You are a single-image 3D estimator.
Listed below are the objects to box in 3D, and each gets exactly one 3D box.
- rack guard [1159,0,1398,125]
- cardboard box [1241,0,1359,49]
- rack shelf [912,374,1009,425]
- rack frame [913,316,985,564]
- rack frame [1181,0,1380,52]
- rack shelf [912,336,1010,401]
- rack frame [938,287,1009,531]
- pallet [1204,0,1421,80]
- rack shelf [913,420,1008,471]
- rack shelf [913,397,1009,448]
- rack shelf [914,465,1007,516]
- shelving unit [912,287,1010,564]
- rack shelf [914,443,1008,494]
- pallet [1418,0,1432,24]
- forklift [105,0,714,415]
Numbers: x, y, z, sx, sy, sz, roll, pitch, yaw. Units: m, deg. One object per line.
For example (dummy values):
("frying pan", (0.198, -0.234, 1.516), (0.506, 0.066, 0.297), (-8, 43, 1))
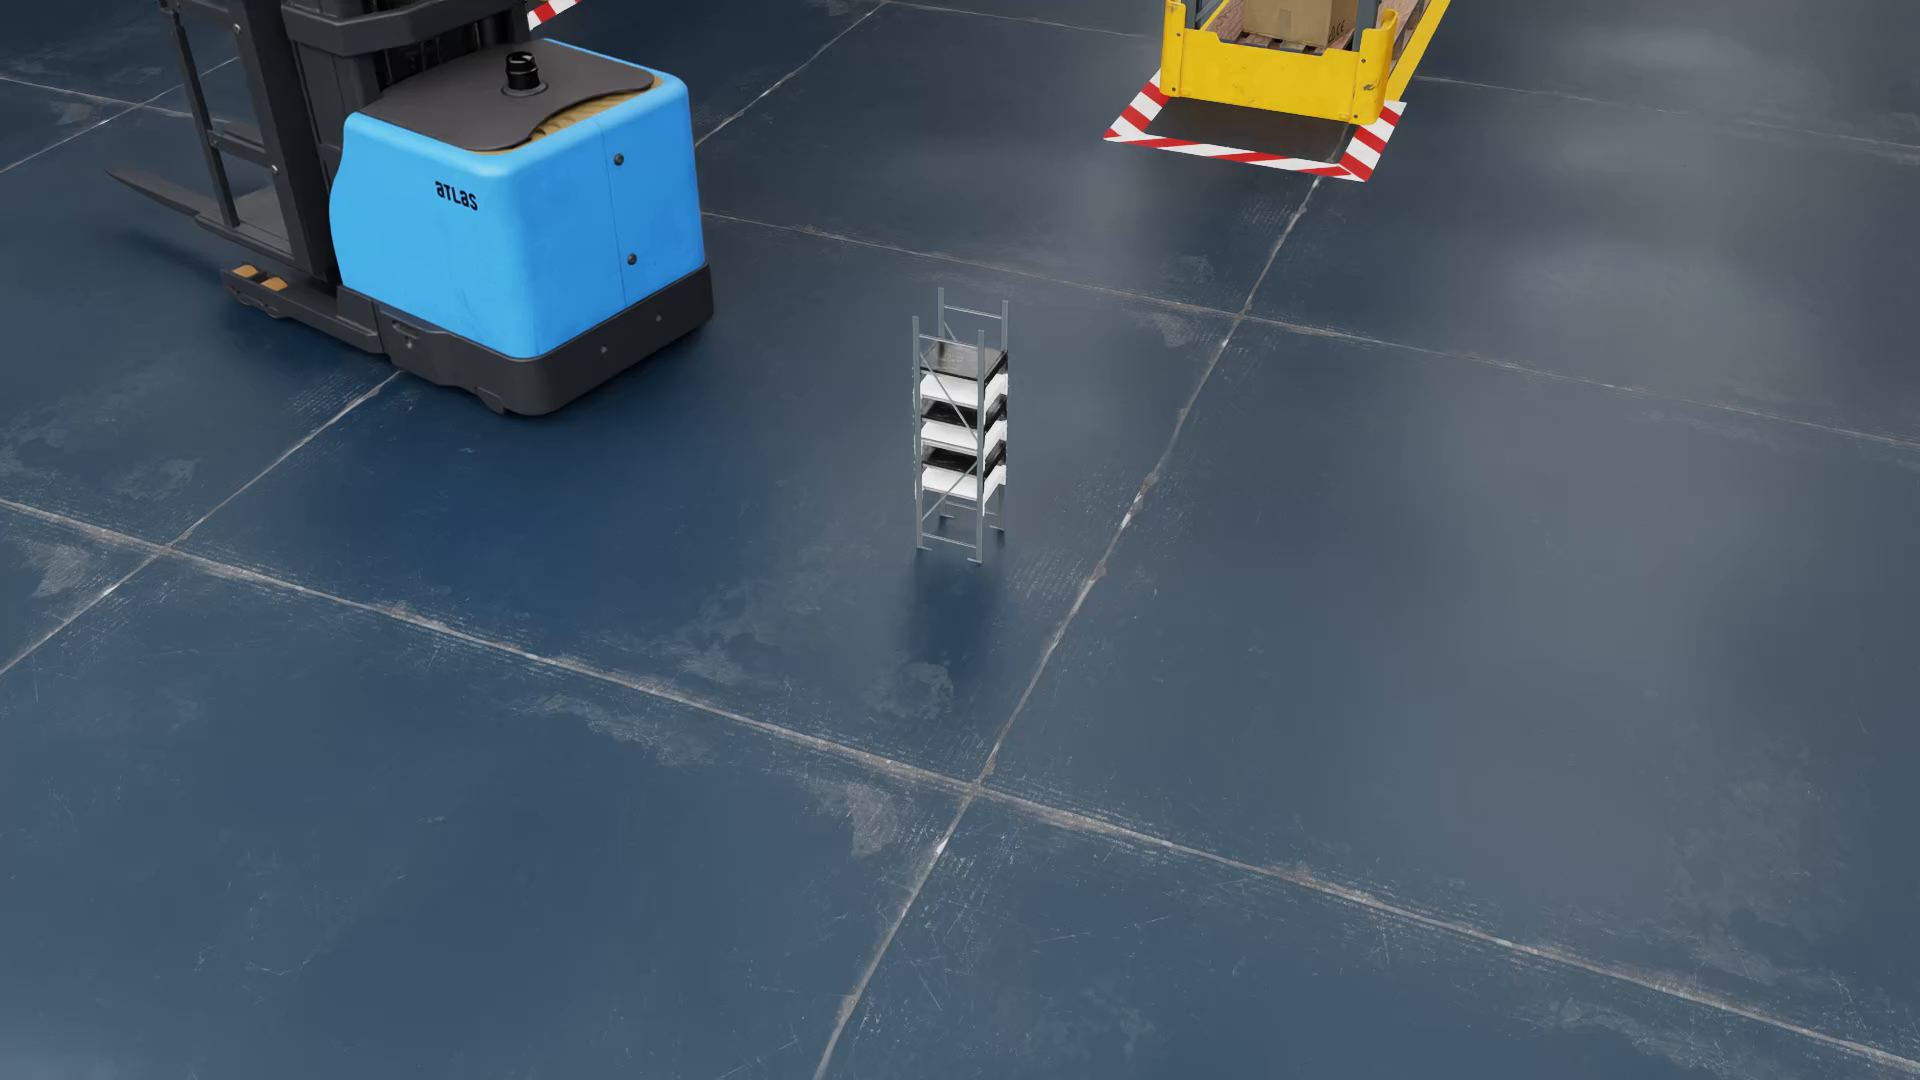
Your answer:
("rack guard", (1.664, -2.569, 8.770), (1.175, 0.500, 0.348), (14, 39, 18))
("cardboard box", (1.888, -3.037, 9.045), (0.500, 0.500, 0.500), (21, 42, 26))
("rack shelf", (0.003, -0.482, 5.399), (0.258, 0.077, 0.200), (14, 39, 18))
("rack frame", (-0.036, -0.309, 5.411), (0.240, 0.900, 0.006), (14, 39, 18))
("rack frame", (1.635, -3.529, 7.965), (1.000, 3.000, 0.127), (14, 39, 18))
("rack shelf", (0.003, -0.555, 5.345), (0.258, 0.077, 0.200), (14, 39, 18))
("rack frame", (0.042, -0.421, 5.562), (0.240, 0.900, 0.006), (14, 39, 18))
("pallet", (2.006, -2.895, 9.448), (1.003, 0.211, 1.213), (14, 39, 18))
("rack shelf", (0.003, -0.338, 5.507), (0.258, 0.077, 0.200), (14, 39, 18))
("rack shelf", (0.003, -0.410, 5.453), (0.258, 0.077, 0.200), (14, 39, 18))
("rack shelf", (0.003, -0.194, 5.614), (0.258, 0.077, 0.200), (14, 39, 18))
("shelving unit", (0.003, -0.365, 5.487), (0.258, 0.900, 0.210), (14, 39, 18))
("rack shelf", (0.003, -0.266, 5.560), (0.258, 0.077, 0.200), (14, 39, 18))
("pallet", (2.472, -3.569, 10.348), (1.003, 0.211, 1.213), (14, 39, 18))
("forklift", (-2.514, -2.340, 6.433), (3.031, 2.935, 1.130), (23, 43, 28))
